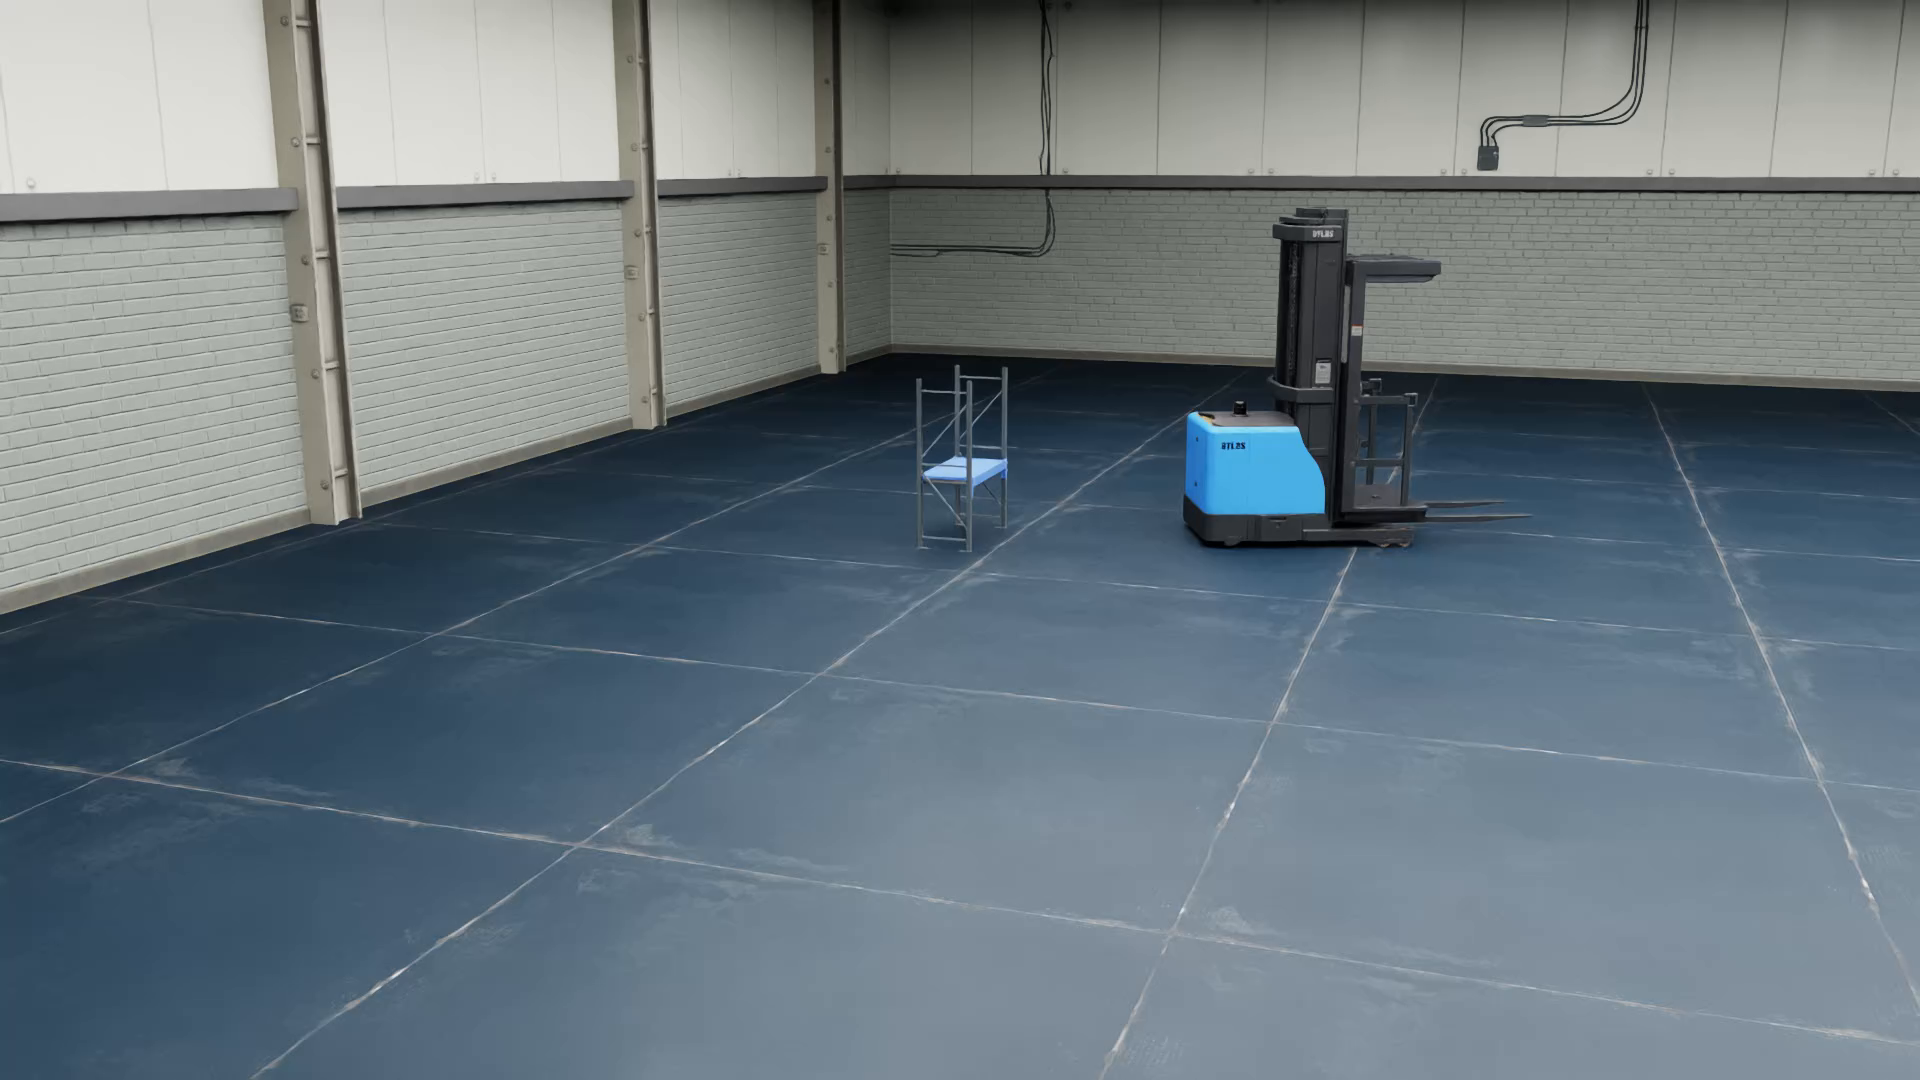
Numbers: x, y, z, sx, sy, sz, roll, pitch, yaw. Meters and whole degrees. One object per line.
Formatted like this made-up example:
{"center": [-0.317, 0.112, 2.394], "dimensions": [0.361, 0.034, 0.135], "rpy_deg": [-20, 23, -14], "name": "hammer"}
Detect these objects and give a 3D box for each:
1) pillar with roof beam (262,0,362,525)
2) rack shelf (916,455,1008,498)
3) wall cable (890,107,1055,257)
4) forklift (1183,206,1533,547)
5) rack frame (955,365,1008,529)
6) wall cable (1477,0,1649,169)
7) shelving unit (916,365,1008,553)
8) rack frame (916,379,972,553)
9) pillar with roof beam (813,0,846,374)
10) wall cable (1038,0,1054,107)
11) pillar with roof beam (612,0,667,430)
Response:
{"center": [-1.866, -4.268, 13.464], "dimensions": [9.100, 9.000, 0.400], "rpy_deg": [4, 14, 18], "name": "pillar with roof beam"}
{"center": [0.028, -0.574, 14.940], "dimensions": [0.538, 0.185, 1.000], "rpy_deg": [4, 14, 18], "name": "rack shelf"}
{"center": [0.147, -6.116, 28.538], "dimensions": [3.097, 2.526, 0.112], "rpy_deg": [4, 14, 18], "name": "wall cable"}
{"center": [3.622, -1.484, 14.901], "dimensions": [3.031, 2.935, 1.130], "rpy_deg": [-1, 13, -4], "name": "forklift"}
{"center": [0.192, -0.856, 15.369], "dimensions": [0.500, 1.500, 0.032], "rpy_deg": [4, 14, 18], "name": "rack frame"}
{"center": [9.125, -8.601, 24.805], "dimensions": [2.305, 6.003, 0.169], "rpy_deg": [4, 14, 18], "name": "wall cable"}
{"center": [0.028, -0.749, 14.900], "dimensions": [0.538, 1.500, 1.048], "rpy_deg": [4, 14, 18], "name": "shelving unit"}
{"center": [-0.137, -0.642, 14.431], "dimensions": [0.500, 1.500, 0.032], "rpy_deg": [4, 14, 18], "name": "rack frame"}
{"center": [2.016, -6.795, 24.534], "dimensions": [9.100, 9.000, 0.400], "rpy_deg": [4, 14, 18], "name": "pillar with roof beam"}
{"center": [2.707, -8.383, 27.123], "dimensions": [3.097, 2.526, 0.112], "rpy_deg": [4, 14, 18], "name": "wall cable"}
{"center": [0.075, -5.531, 18.999], "dimensions": [9.100, 9.000, 0.400], "rpy_deg": [4, 14, 18], "name": "pillar with roof beam"}
